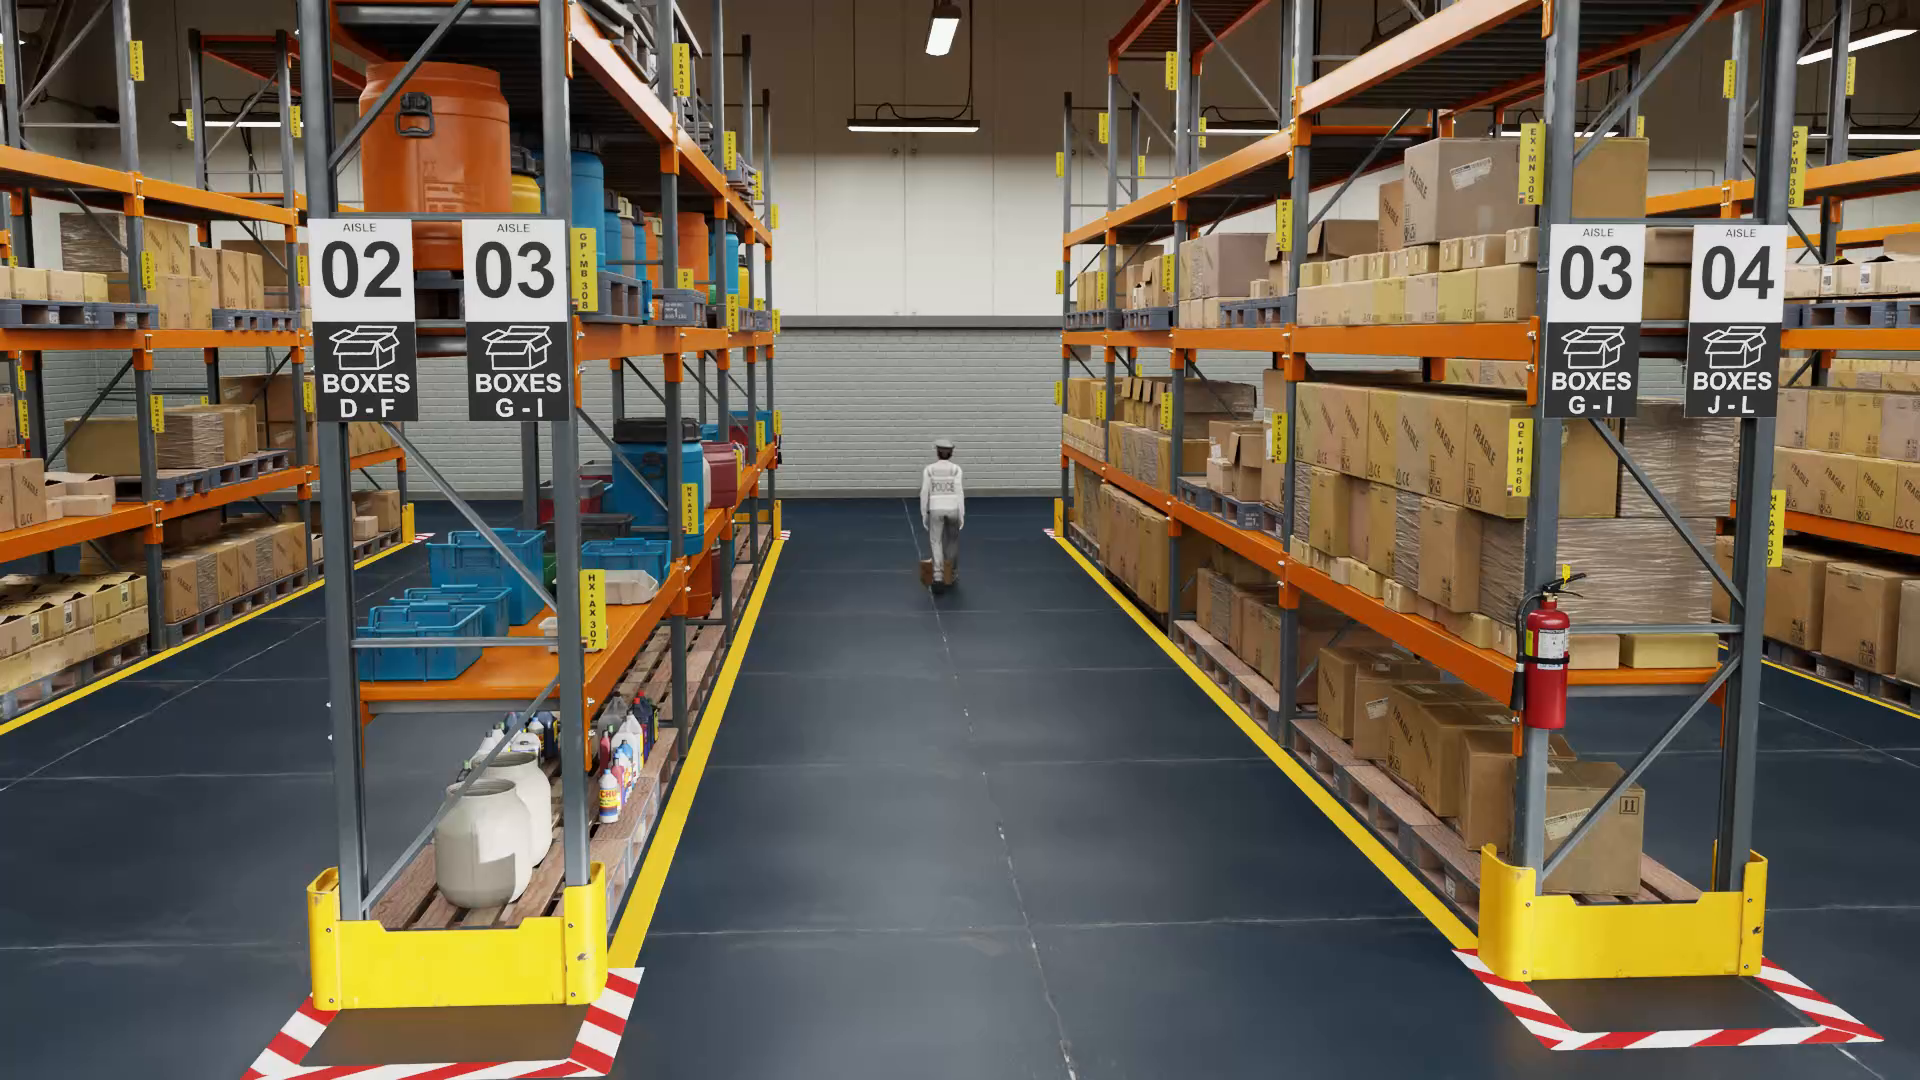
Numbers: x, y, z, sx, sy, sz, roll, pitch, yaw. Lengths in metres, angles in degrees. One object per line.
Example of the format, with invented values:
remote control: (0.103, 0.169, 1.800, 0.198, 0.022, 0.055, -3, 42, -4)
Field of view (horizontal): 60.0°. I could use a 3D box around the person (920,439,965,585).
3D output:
person: (-0.194, -0.295, 18.272, 0.488, 1.608, 1.091, 0, 7, -2)
